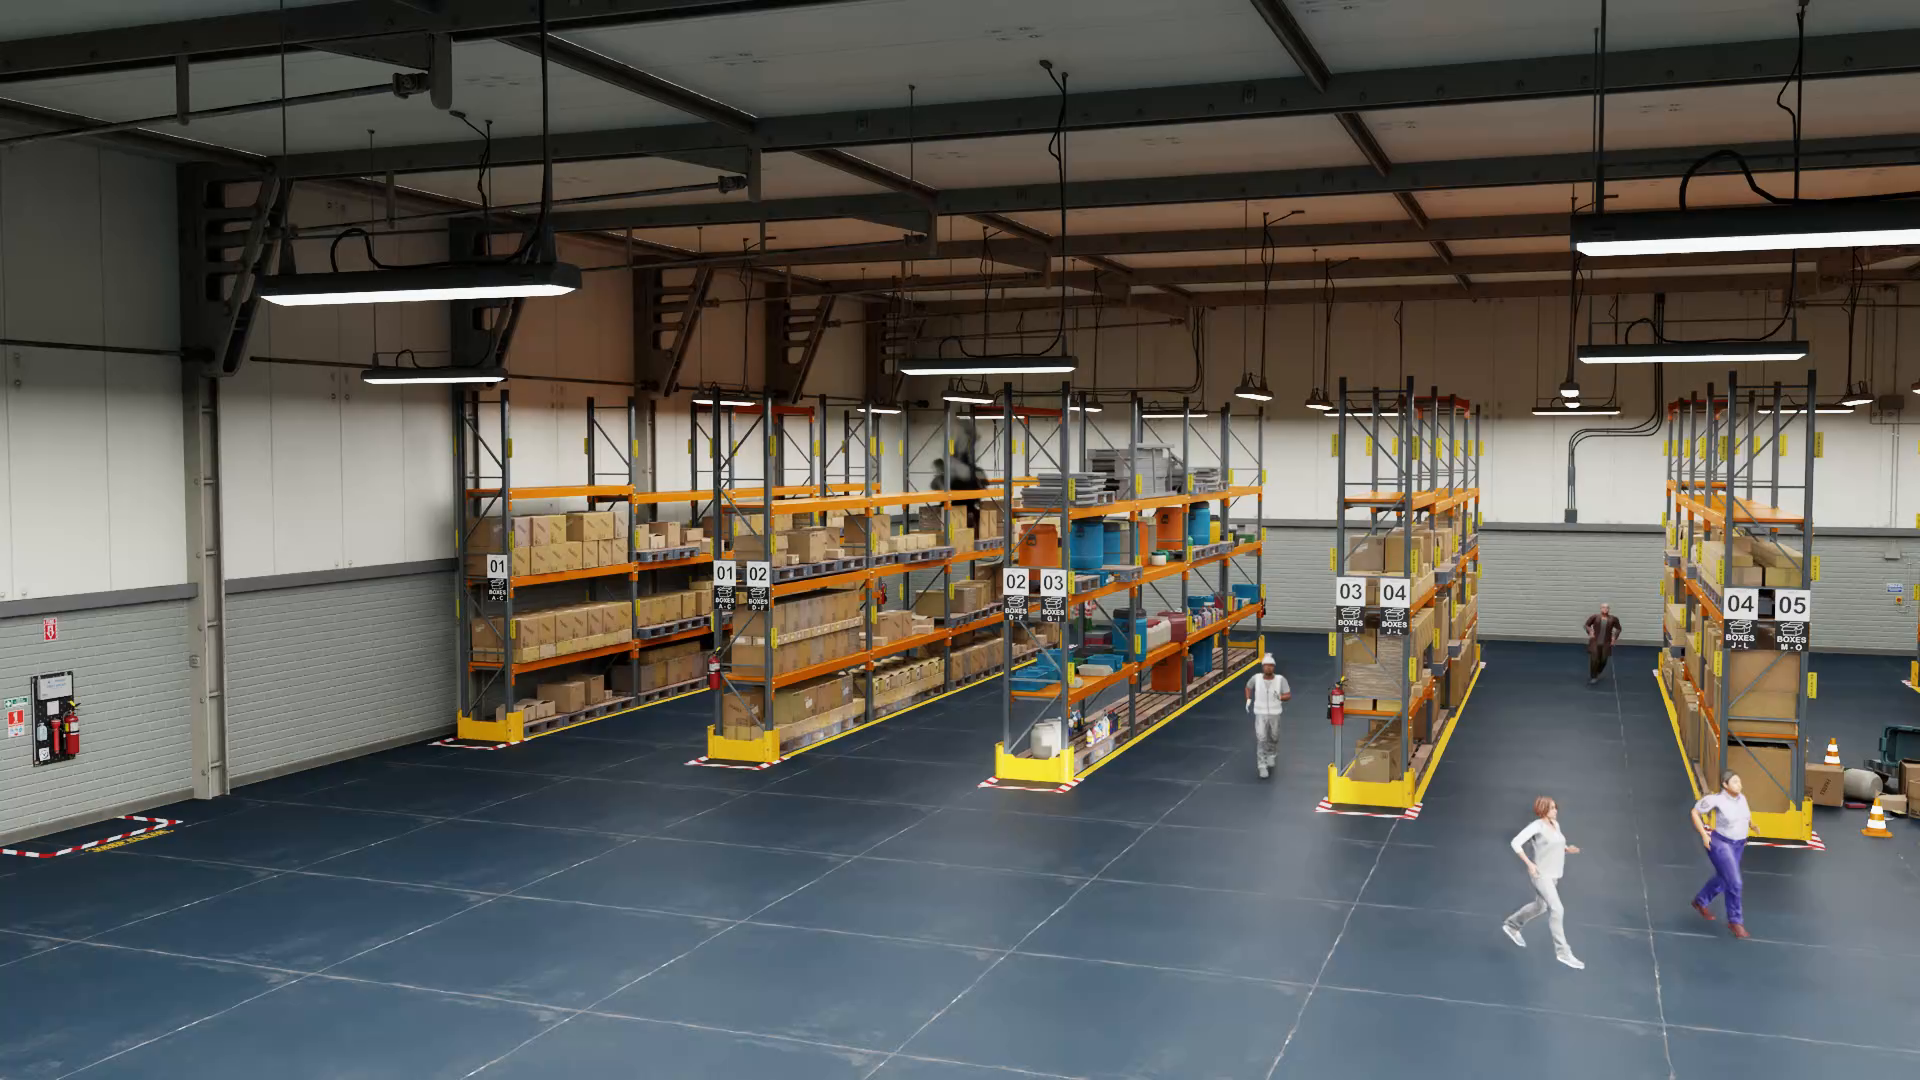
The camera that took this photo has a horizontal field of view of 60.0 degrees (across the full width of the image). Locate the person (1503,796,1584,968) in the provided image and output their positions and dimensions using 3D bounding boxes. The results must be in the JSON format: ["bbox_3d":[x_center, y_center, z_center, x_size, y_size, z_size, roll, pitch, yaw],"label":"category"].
[{"bbox_3d":[5.689,3.286,16.204,0.878,1.596,0.531,3,4,45],"label":"person"}]

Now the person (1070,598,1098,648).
[{"bbox_3d":[2.785,1.776,37.520,0.669,1.778,0.856,1,3,13],"label":"person"}]

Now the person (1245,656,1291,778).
[{"bbox_3d":[4.726,2.673,25.501,0.679,1.776,0.986,0,3,7],"label":"person"}]

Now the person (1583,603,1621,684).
[{"bbox_3d":[13.674,2.197,35.415,0.757,1.719,0.679,1,3,22],"label":"person"}]

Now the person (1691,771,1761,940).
[{"bbox_3d":[7.961,3.239,17.304,0.597,1.678,0.814,-2,4,-29],"label":"person"}]
